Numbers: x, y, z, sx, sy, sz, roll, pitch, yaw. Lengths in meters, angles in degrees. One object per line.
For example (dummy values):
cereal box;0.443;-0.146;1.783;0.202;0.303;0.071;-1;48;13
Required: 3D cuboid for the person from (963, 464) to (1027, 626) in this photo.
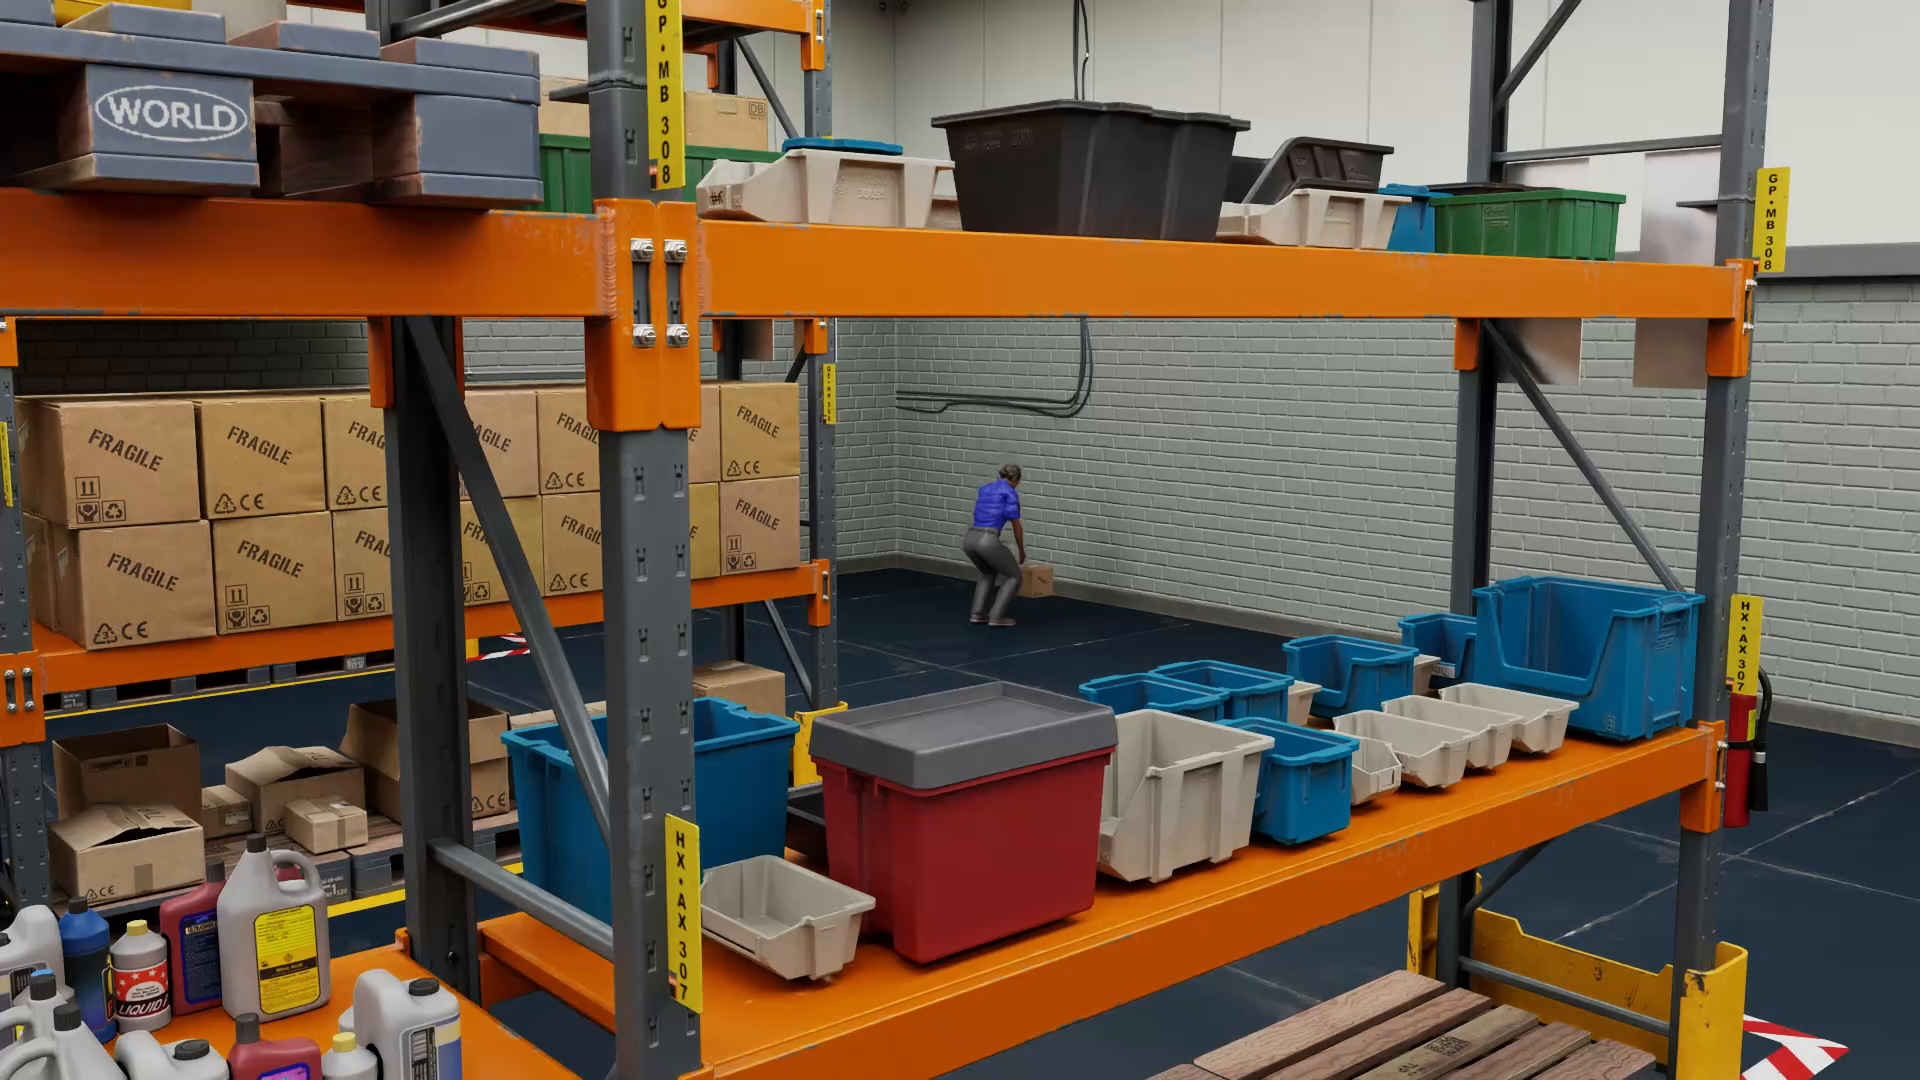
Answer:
person;0.295;0.045;14.528;0.617;1.390;0.495;-6;10;-40
